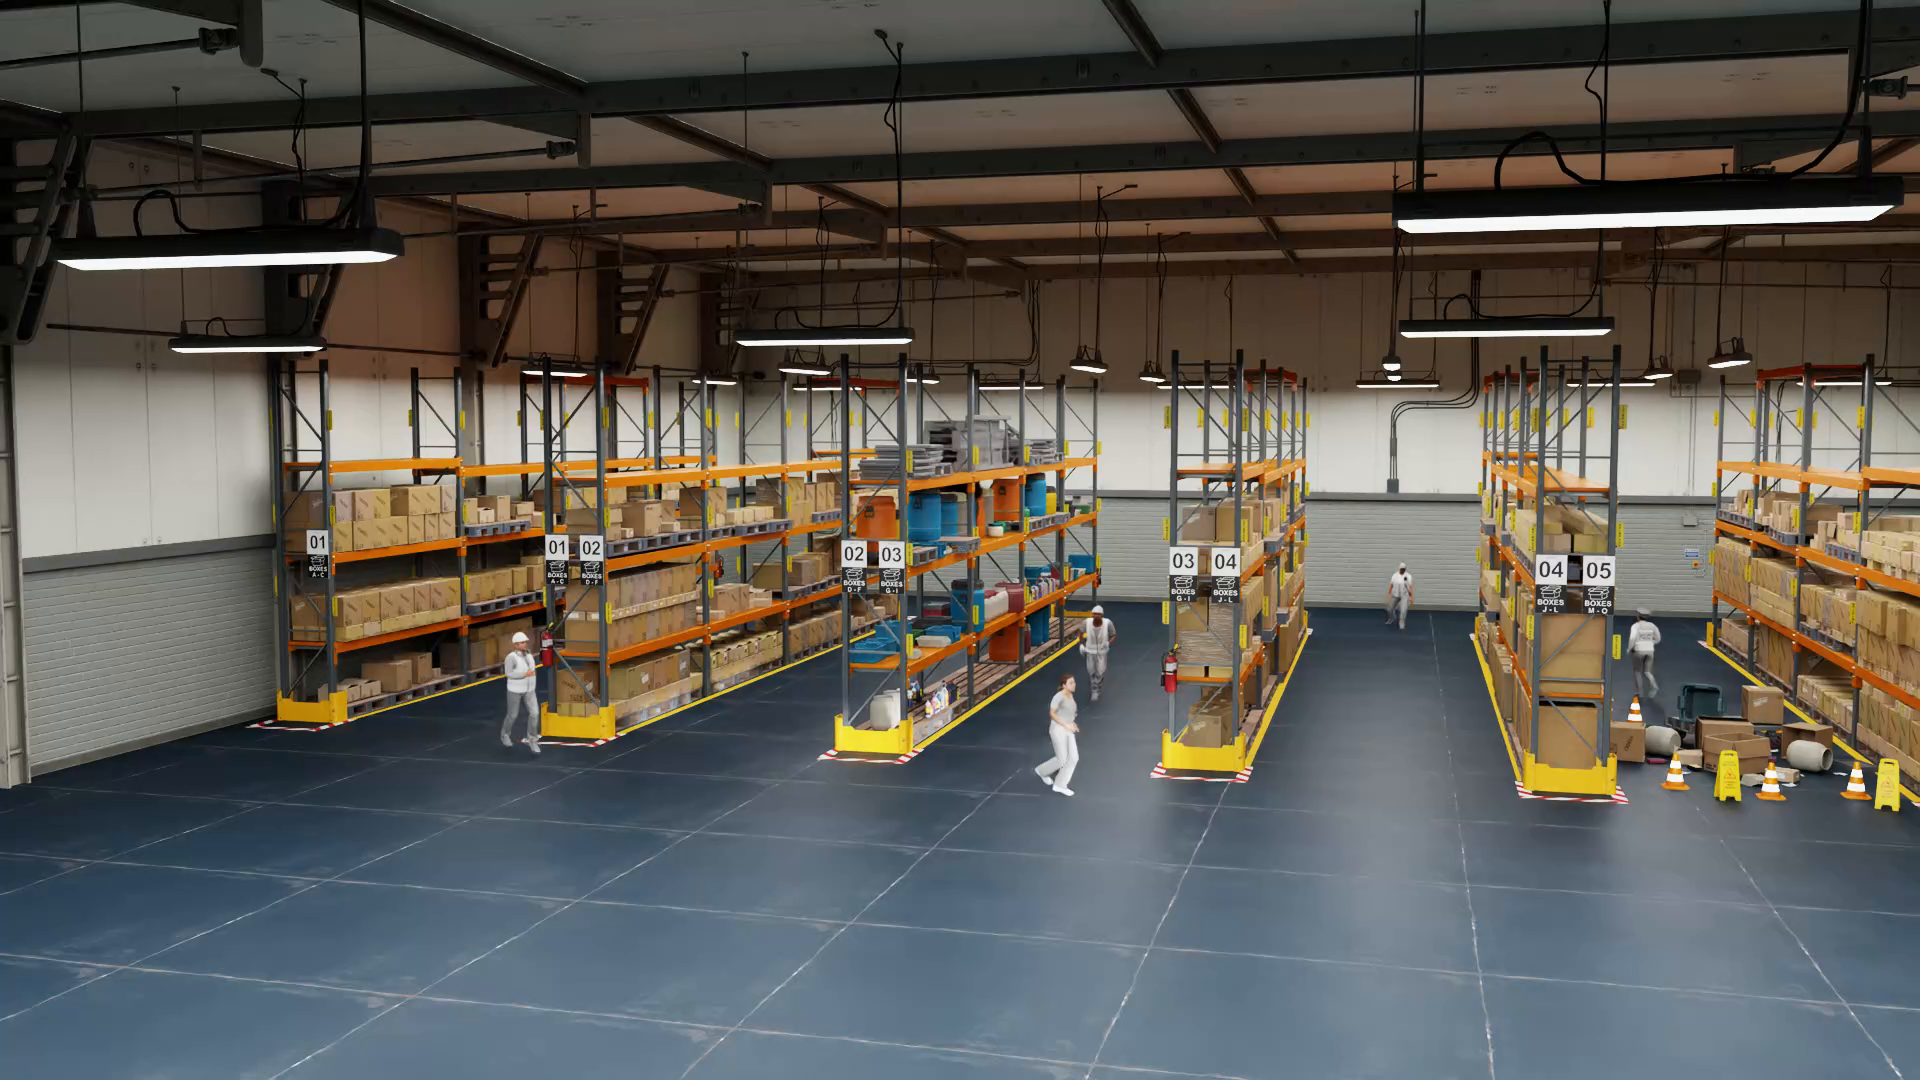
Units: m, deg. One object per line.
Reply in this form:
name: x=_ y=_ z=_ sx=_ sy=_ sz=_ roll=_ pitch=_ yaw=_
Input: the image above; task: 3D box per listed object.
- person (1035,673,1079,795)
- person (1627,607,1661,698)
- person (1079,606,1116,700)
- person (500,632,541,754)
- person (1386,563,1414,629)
person: x=1.292 y=2.592 z=22.397 sx=0.663 sy=1.628 sz=0.551 roll=3 pitch=5 yaw=40
person: x=12.301 y=2.049 z=29.817 sx=0.610 sy=1.641 sz=0.752 roll=0 pitch=4 yaw=1
person: x=2.463 y=2.010 z=29.742 sx=0.649 sy=1.706 sz=0.721 roll=0 pitch=4 yaw=0
person: x=-6.655 y=2.302 z=25.139 sx=0.858 sy=1.827 sz=0.603 roll=4 pitch=6 yaw=43
person: x=10.561 y=1.331 z=39.959 sx=0.730 sy=1.599 sz=0.629 roll=2 pitch=5 yaw=28
